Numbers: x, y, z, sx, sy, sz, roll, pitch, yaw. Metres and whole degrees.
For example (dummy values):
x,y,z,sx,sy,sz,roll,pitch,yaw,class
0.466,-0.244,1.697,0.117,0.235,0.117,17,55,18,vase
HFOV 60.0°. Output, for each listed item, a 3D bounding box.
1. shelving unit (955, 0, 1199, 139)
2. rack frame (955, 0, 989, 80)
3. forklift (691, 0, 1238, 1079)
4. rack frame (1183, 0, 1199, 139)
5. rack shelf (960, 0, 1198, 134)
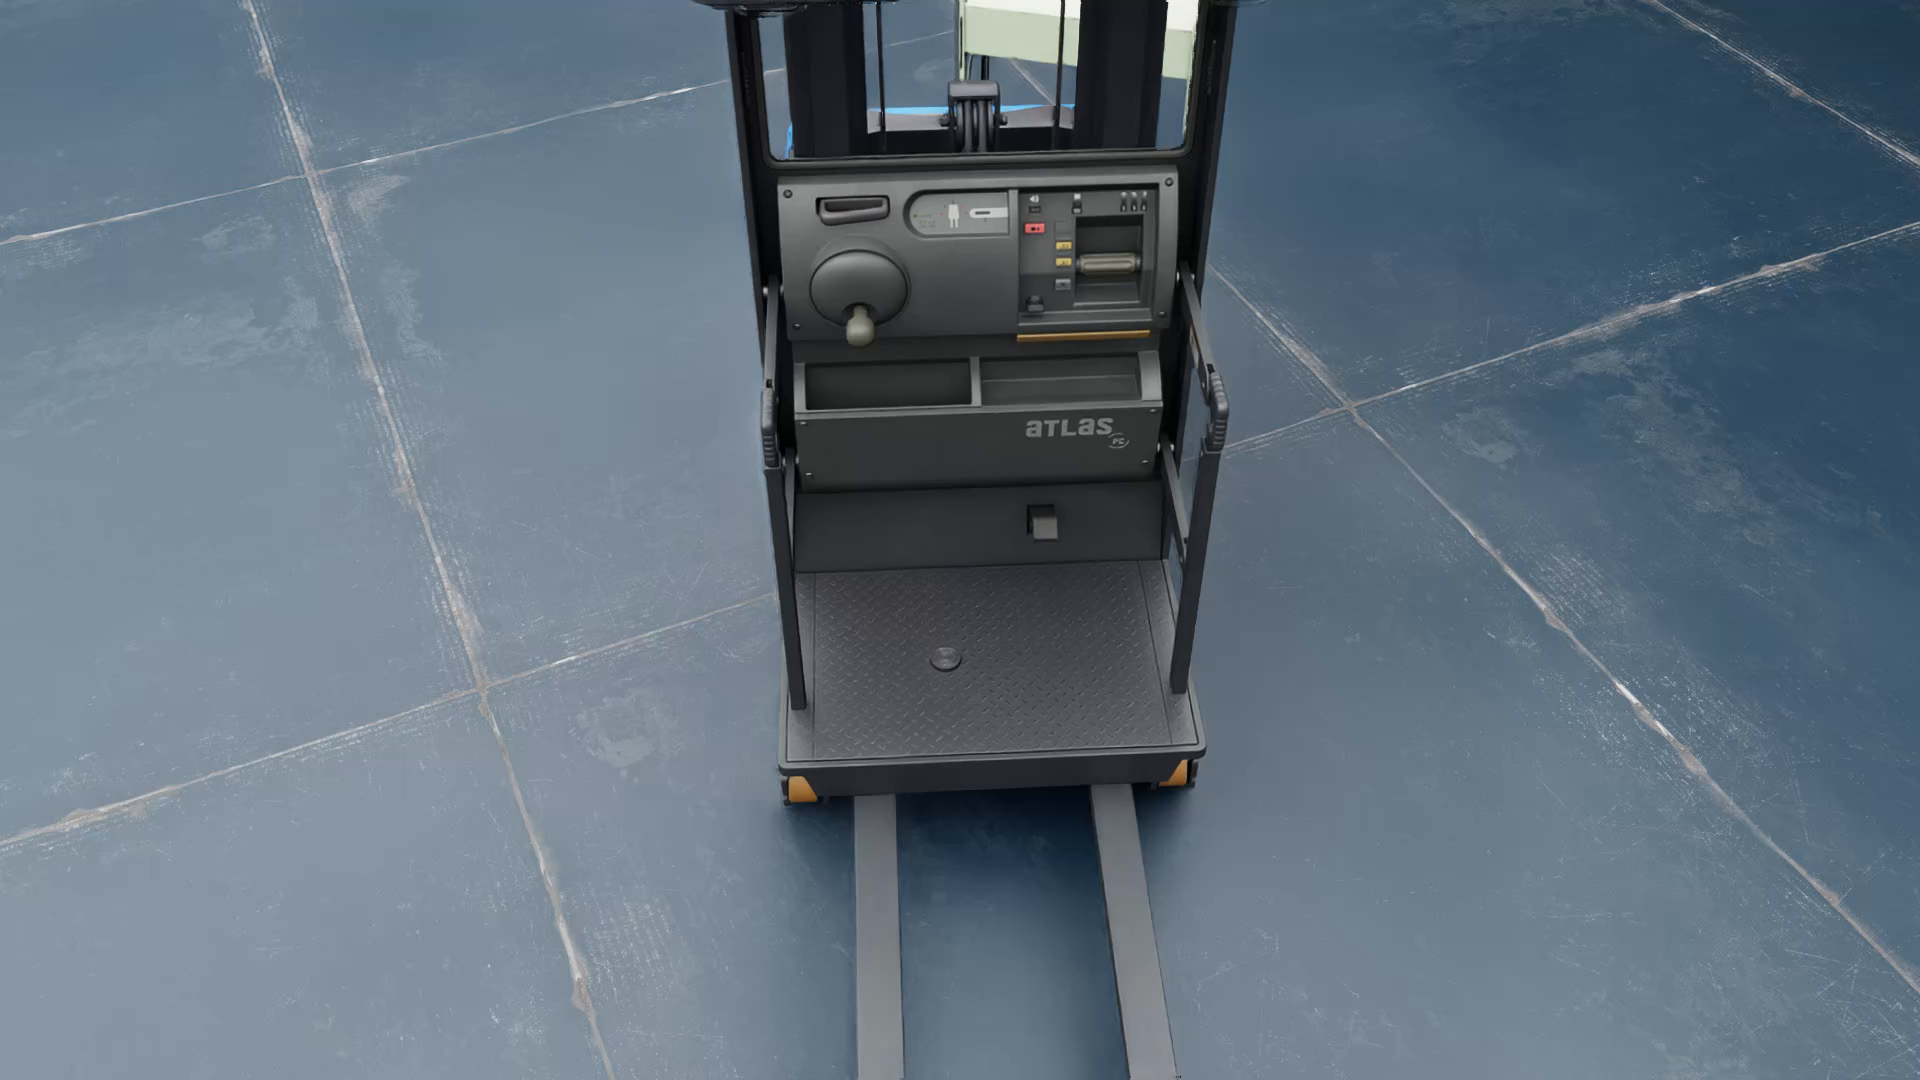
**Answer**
x,y,z,sx,sy,sz,roll,pitch,yaw,class
0.396,-1.312,5.511,0.755,1.500,0.431,10,45,10,shelving unit
0.040,-1.373,5.572,0.023,1.500,0.400,10,45,10,rack frame
0.059,-0.572,3.742,1.130,2.935,3.031,-2,45,-2,forklift
0.752,-1.252,5.450,0.023,1.500,0.400,10,45,10,rack frame
0.397,-1.591,5.238,0.720,0.370,0.431,10,45,10,rack shelf
